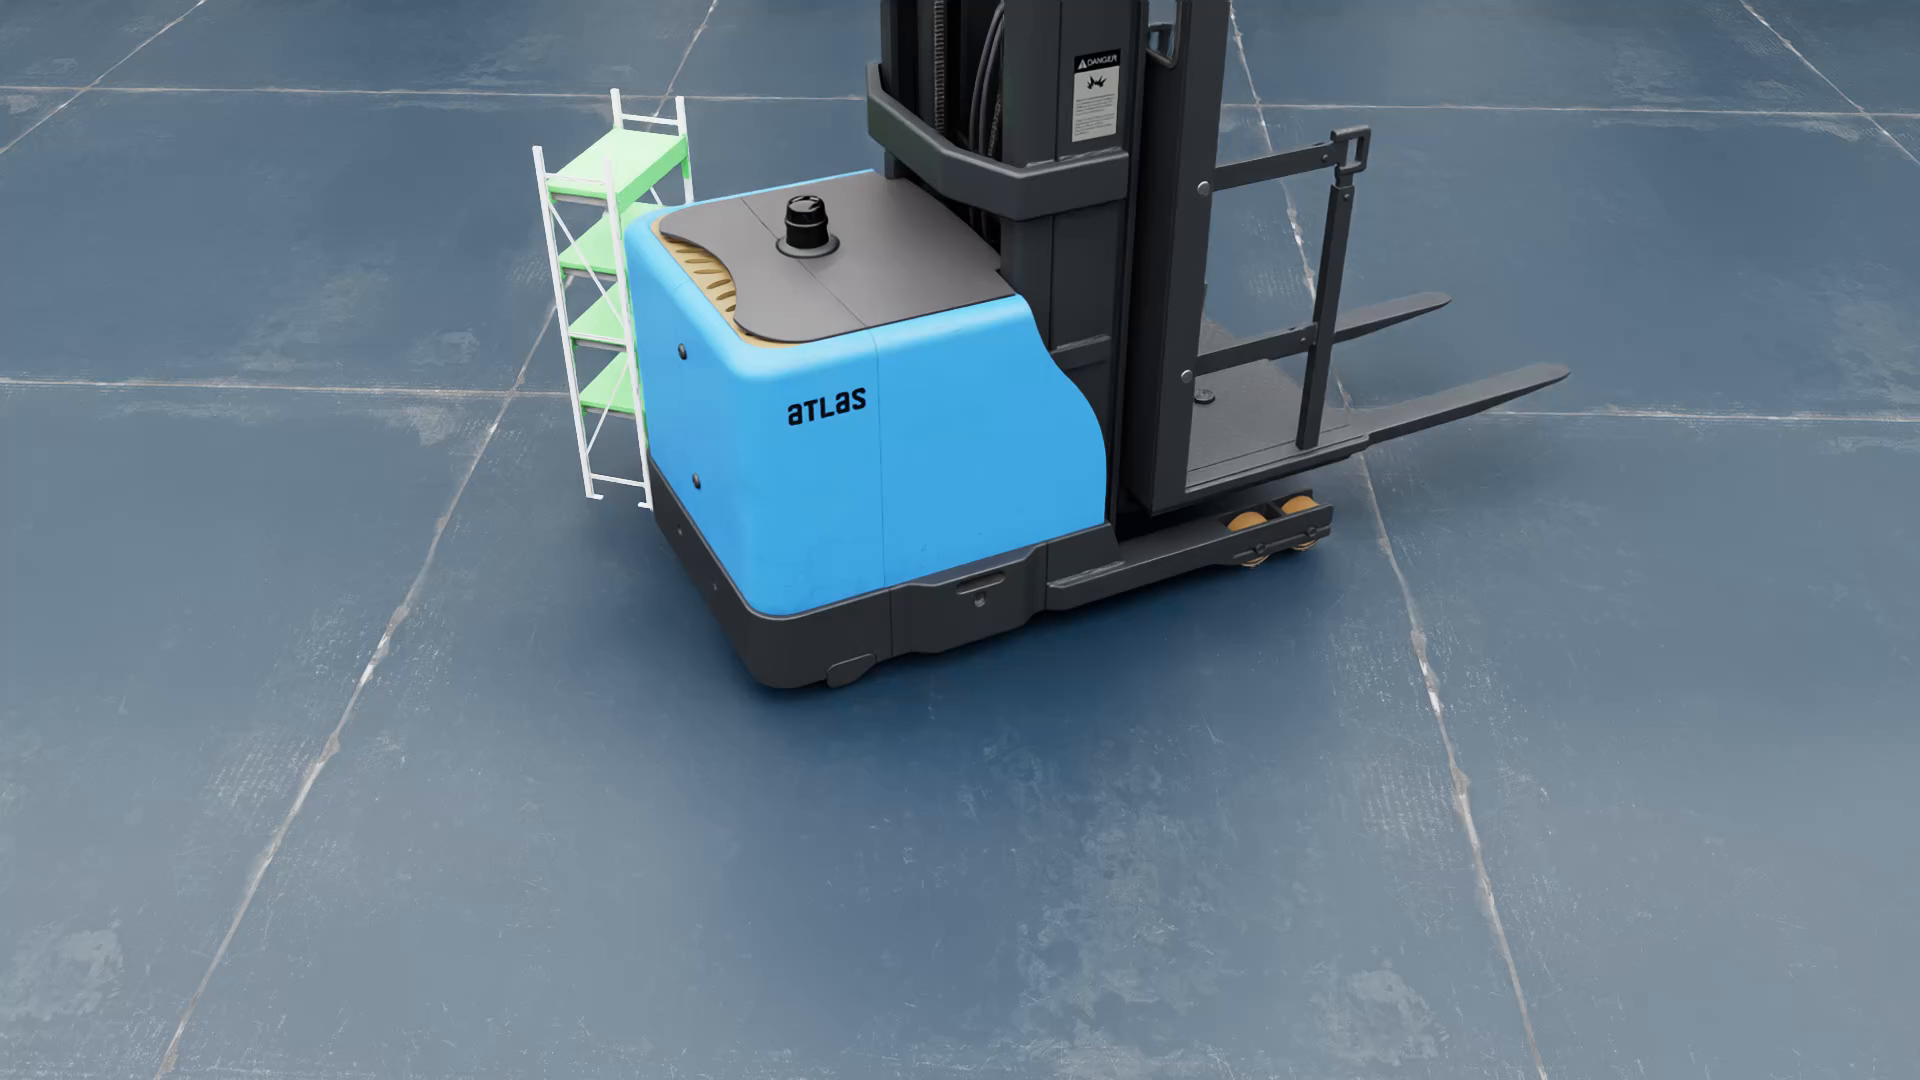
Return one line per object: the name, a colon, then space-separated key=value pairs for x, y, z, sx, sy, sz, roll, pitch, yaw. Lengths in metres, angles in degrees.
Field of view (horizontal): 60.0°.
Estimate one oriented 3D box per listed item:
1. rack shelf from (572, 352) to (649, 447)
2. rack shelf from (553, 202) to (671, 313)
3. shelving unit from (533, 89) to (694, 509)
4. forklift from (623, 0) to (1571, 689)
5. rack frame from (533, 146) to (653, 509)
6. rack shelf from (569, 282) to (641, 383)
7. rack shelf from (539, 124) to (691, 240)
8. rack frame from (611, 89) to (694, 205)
rack shelf: x=-1.035 y=-0.501 z=5.448 sx=0.258 sy=0.148 sz=0.480 roll=10 pitch=36 yaw=14
rack shelf: x=-1.035 y=-0.894 z=5.172 sx=0.258 sy=0.148 sz=0.480 roll=10 pitch=36 yaw=14
shelving unit: x=-1.035 y=-0.750 z=5.273 sx=0.258 sy=1.200 sz=0.503 roll=10 pitch=36 yaw=14
forklift: x=0.589 y=-1.373 z=4.654 sx=3.031 sy=2.935 sz=1.130 roll=-16 pitch=38 yaw=-22
rack frame: x=-1.107 y=-0.615 z=5.082 sx=0.240 sy=1.200 sz=0.015 roll=10 pitch=36 yaw=14
rack shelf: x=-1.035 y=-0.697 z=5.310 sx=0.258 sy=0.148 sz=0.480 roll=10 pitch=36 yaw=14
rack shelf: x=-1.035 y=-1.090 z=5.034 sx=0.258 sy=0.148 sz=0.480 roll=10 pitch=36 yaw=14
rack frame: x=-0.964 y=-0.884 z=5.464 sx=0.240 sy=1.200 sz=0.015 roll=10 pitch=36 yaw=14
